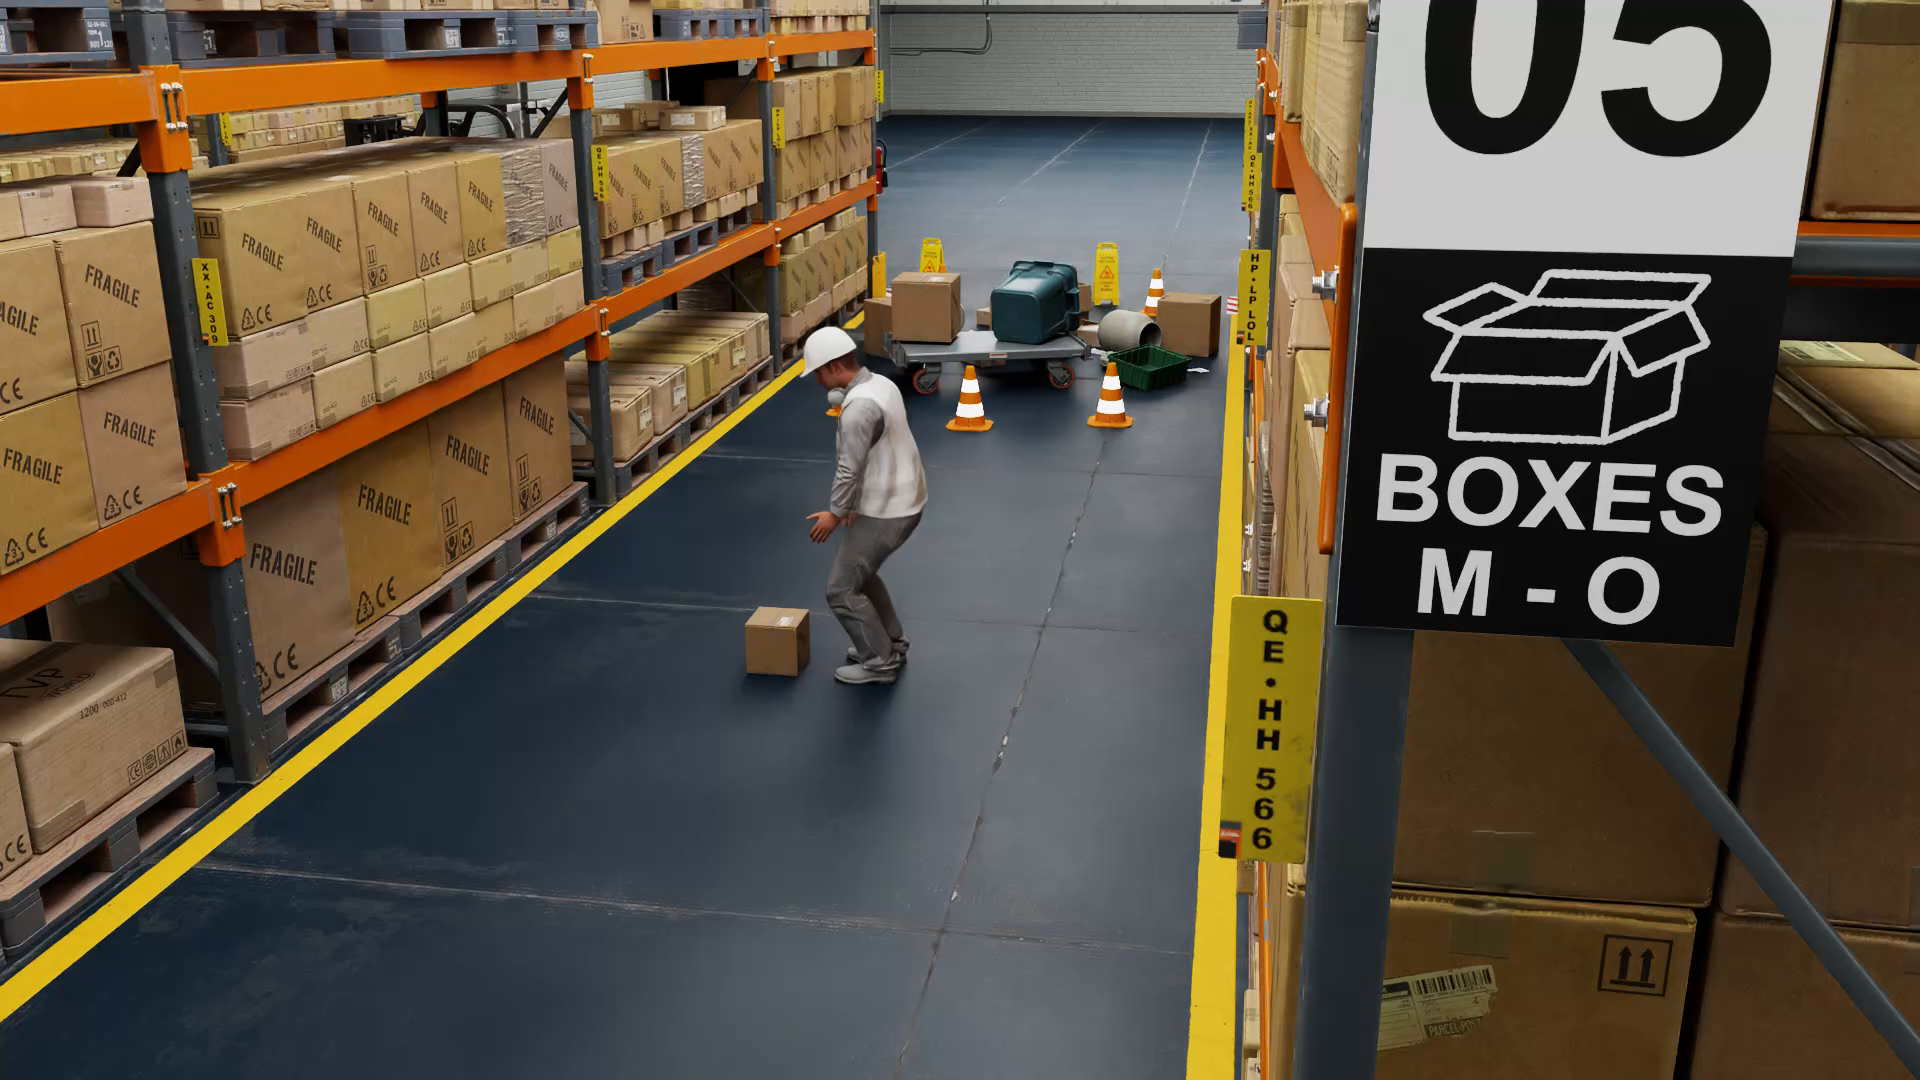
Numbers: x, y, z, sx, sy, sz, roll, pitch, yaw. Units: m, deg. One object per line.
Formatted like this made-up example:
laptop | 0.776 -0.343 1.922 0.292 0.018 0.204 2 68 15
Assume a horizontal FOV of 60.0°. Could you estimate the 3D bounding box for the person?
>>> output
person | -0.443 -0.155 7.685 0.559 1.665 0.574 3 18 10
